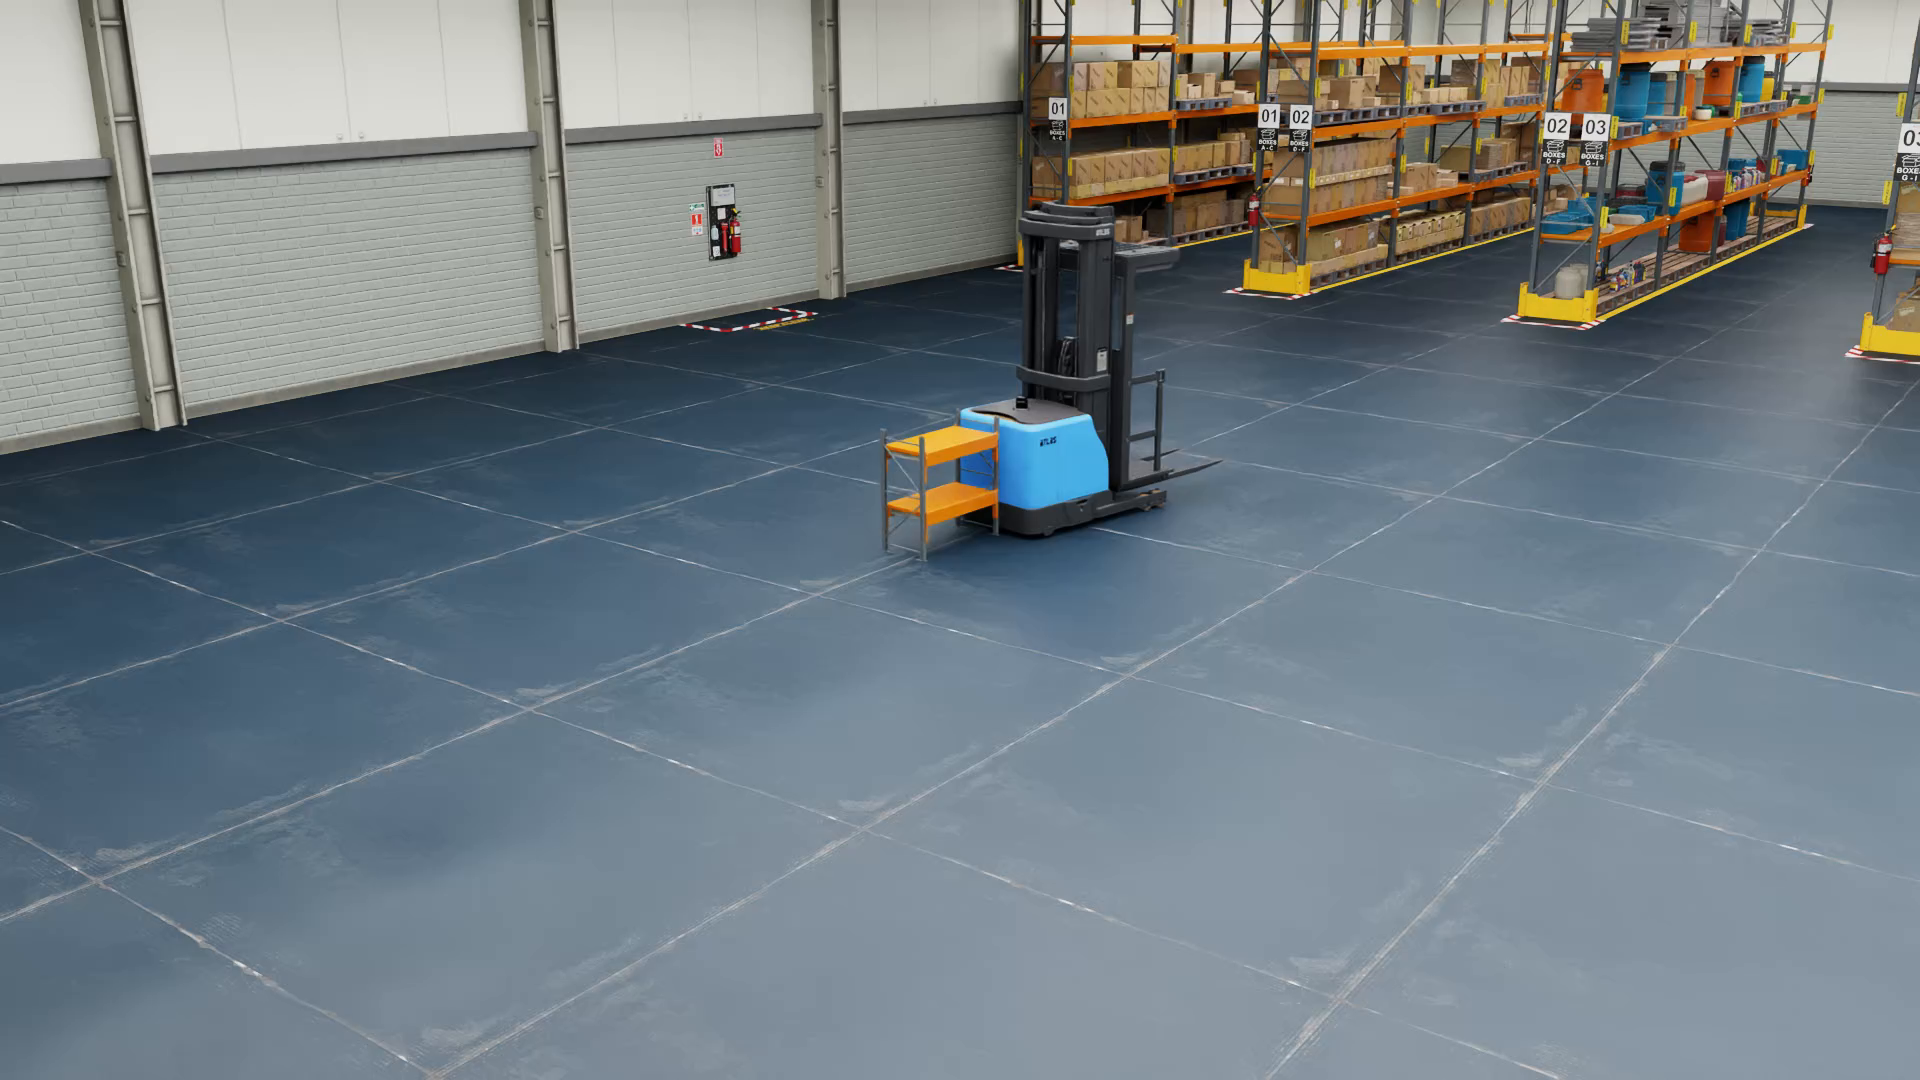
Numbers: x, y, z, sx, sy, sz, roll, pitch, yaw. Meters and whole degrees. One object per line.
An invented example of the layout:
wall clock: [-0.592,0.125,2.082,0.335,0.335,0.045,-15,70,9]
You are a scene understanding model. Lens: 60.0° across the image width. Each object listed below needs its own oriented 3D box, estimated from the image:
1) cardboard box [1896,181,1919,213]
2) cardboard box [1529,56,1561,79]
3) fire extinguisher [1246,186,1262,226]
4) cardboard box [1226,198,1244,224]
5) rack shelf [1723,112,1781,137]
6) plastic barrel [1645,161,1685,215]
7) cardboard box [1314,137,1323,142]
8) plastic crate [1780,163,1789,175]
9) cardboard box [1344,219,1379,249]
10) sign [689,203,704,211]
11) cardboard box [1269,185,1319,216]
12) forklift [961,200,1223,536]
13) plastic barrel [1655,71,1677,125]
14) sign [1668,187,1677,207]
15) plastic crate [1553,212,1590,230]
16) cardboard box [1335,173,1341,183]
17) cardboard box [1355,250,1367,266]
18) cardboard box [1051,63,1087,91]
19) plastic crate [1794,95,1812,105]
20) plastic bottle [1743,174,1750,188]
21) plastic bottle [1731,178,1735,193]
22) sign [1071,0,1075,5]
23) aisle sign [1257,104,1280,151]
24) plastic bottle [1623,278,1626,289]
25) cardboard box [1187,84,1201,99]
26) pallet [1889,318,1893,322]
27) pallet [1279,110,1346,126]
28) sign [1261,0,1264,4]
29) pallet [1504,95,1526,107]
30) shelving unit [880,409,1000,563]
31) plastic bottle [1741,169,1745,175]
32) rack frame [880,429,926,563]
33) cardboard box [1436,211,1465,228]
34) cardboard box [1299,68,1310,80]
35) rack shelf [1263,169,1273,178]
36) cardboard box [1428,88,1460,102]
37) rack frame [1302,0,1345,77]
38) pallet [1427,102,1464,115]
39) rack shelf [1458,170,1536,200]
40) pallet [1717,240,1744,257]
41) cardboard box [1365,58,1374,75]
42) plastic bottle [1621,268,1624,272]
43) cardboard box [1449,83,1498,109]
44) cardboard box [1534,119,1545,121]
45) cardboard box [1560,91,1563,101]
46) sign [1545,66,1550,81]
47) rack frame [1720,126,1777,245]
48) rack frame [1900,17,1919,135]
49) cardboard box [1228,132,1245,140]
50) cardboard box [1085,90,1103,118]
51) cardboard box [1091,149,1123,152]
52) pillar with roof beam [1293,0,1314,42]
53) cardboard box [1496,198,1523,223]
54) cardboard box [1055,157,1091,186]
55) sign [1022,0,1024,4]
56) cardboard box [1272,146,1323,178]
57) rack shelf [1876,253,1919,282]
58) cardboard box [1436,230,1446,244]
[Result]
cardboard box: [13.704,-4.959,23.805,0.500,0.500,0.500,12,21,35]
cardboard box: [13.442,-10.901,38.383,0.700,0.500,0.500,12,21,35]
fire extinguisher: [5.178,-5.885,29.275,0.296,0.674,0.183,12,21,35]
cardboard box: [6.020,-7.484,37.765,0.700,0.500,0.500,13,21,35]
rack shelf: [15.555,-8.463,33.600,1.077,0.370,4.000,12,21,35]
plastic barrel: [12.454,-6.223,29.386,0.600,0.901,0.708,12,21,35]
cardboard box: [8.422,-9.523,40.153,0.500,0.500,0.500,13,21,35]
plastic crate: [18.113,-8.217,36.835,0.416,0.233,0.300,12,21,35]
cardboard box: [7.597,-5.801,31.535,0.500,0.500,0.500,12,21,35]
sign: [-4.117,-5.208,26.008,0.001,0.109,0.331,12,21,35]
cardboard box: [5.910,-6.025,29.426,0.700,0.500,0.500,12,21,35]
forklift: [1.389,-1.783,16.050,3.031,2.935,1.130,-15,23,-41]
plastic barrel: [12.499,-7.932,29.832,0.600,0.901,0.600,0,17,0]
sign: [12.416,-5.977,28.974,0.100,0.325,0.005,12,21,35]
plastic crate: [10.047,-5.247,27.339,0.499,0.251,0.408,12,21,35]
cardboard box: [6.642,-6.528,29.950,0.380,0.149,0.250,12,21,33]
cardboard box: [7.312,-5.320,31.253,0.500,0.250,0.500,12,21,35]
cardboard box: [2.065,-8.759,31.452,0.500,0.500,0.500,11,20,31]
plastic crate: [18.772,-9.849,37.207,0.450,0.188,0.336,12,21,35]
plastic bottle: [16.174,-7.401,34.234,0.152,0.276,0.135,12,21,35]
plastic bottle: [15.411,-7.077,33.178,0.061,0.283,0.133,12,21,35]
sign: [2.076,-9.996,30.557,0.100,0.325,0.005,12,21,35]
aisle sign: [5.346,-7.146,28.821,0.394,0.787,0.004,12,21,35]
plastic bottle: [11.250,-4.372,28.247,0.097,0.201,0.097,0,17,0]
cardboard box: [4.781,-9.549,35.326,0.500,0.311,0.500,13,22,36]
pallet: [14.860,-3.280,25.456,1.003,0.211,1.213,12,21,35]
pallet: [6.063,-7.423,29.186,1.003,0.211,1.213,12,21,35]
sign: [5.194,-9.317,28.369,0.100,0.325,0.005,12,21,35]
pallet: [11.711,-9.679,36.619,1.213,0.211,1.003,12,21,35]
shelving unit: [-0.170,-0.505,14.979,0.538,1.125,1.048,14,22,38]
plastic bottle: [16.236,-7.532,34.528,0.144,0.351,0.185,12,21,35]
rack frame: [-0.499,-0.390,14.608,0.500,1.125,0.032,14,22,38]
cardboard box: [10.274,-6.761,34.946,0.500,0.311,0.500,13,22,36]
cardboard box: [7.898,-10.957,39.508,0.700,0.500,0.500,12,21,34]
rack shelf: [7.599,-8.781,39.682,1.077,0.370,4.000,12,21,35]
cardboard box: [9.865,-9.089,33.948,0.500,0.250,0.500,13,22,36]
rack frame: [8.791,-12.466,40.220,1.000,3.000,0.127,12,21,35]
pallet: [9.391,-8.672,33.378,1.003,0.211,1.213,14,22,37]
rack shelf: [11.580,-7.907,36.866,1.077,0.370,4.000,12,21,35]
pallet: [15.527,-6.050,34.378,1.003,0.211,1.213,12,21,35]
cardboard box: [10.032,-11.931,41.665,0.500,0.500,0.500,13,21,35]
plastic bottle: [11.424,-4.543,28.660,0.061,0.283,0.133,12,21,35]
cardboard box: [10.925,-9.485,35.511,0.910,0.500,0.500,12,21,35]
cardboard box: [14.071,-9.901,40.222,0.500,0.500,0.500,13,21,35]
cardboard box: [13.860,-10.397,38.867,0.500,0.250,0.500,12,21,35]
sign: [13.219,-10.497,37.400,0.100,0.325,0.005,12,21,35]
rack frame: [16.747,-7.850,35.472,1.000,3.000,0.127,12,21,35]
rack frame: [13.575,-6.982,22.560,1.000,3.000,0.127,12,21,35]
cardboard box: [6.226,-9.129,37.584,0.380,0.149,0.250,9,20,28]
cardboard box: [2.389,-8.390,31.949,0.500,0.500,0.500,14,22,38]
cardboard box: [2.964,-7.676,33.866,0.500,0.500,0.500,13,22,36]
pillar with roof beam: [11.970,-12.025,38.799,9.100,9.000,0.400,12,21,35]
cardboard box: [12.406,-7.459,37.683,0.500,0.500,0.500,13,21,35]
cardboard box: [2.166,-7.100,32.009,0.500,0.500,0.500,12,21,35]
sign: [1.207,-10.233,31.185,0.100,0.325,0.005,12,21,35]
cardboard box: [5.941,-6.657,29.274,0.700,0.500,0.500,13,21,35]
rack shelf: [14.766,-4.250,25.091,1.077,0.370,4.000,12,21,35]
cardboard box: [9.664,-6.250,34.247,0.500,0.250,0.500,13,21,36]
